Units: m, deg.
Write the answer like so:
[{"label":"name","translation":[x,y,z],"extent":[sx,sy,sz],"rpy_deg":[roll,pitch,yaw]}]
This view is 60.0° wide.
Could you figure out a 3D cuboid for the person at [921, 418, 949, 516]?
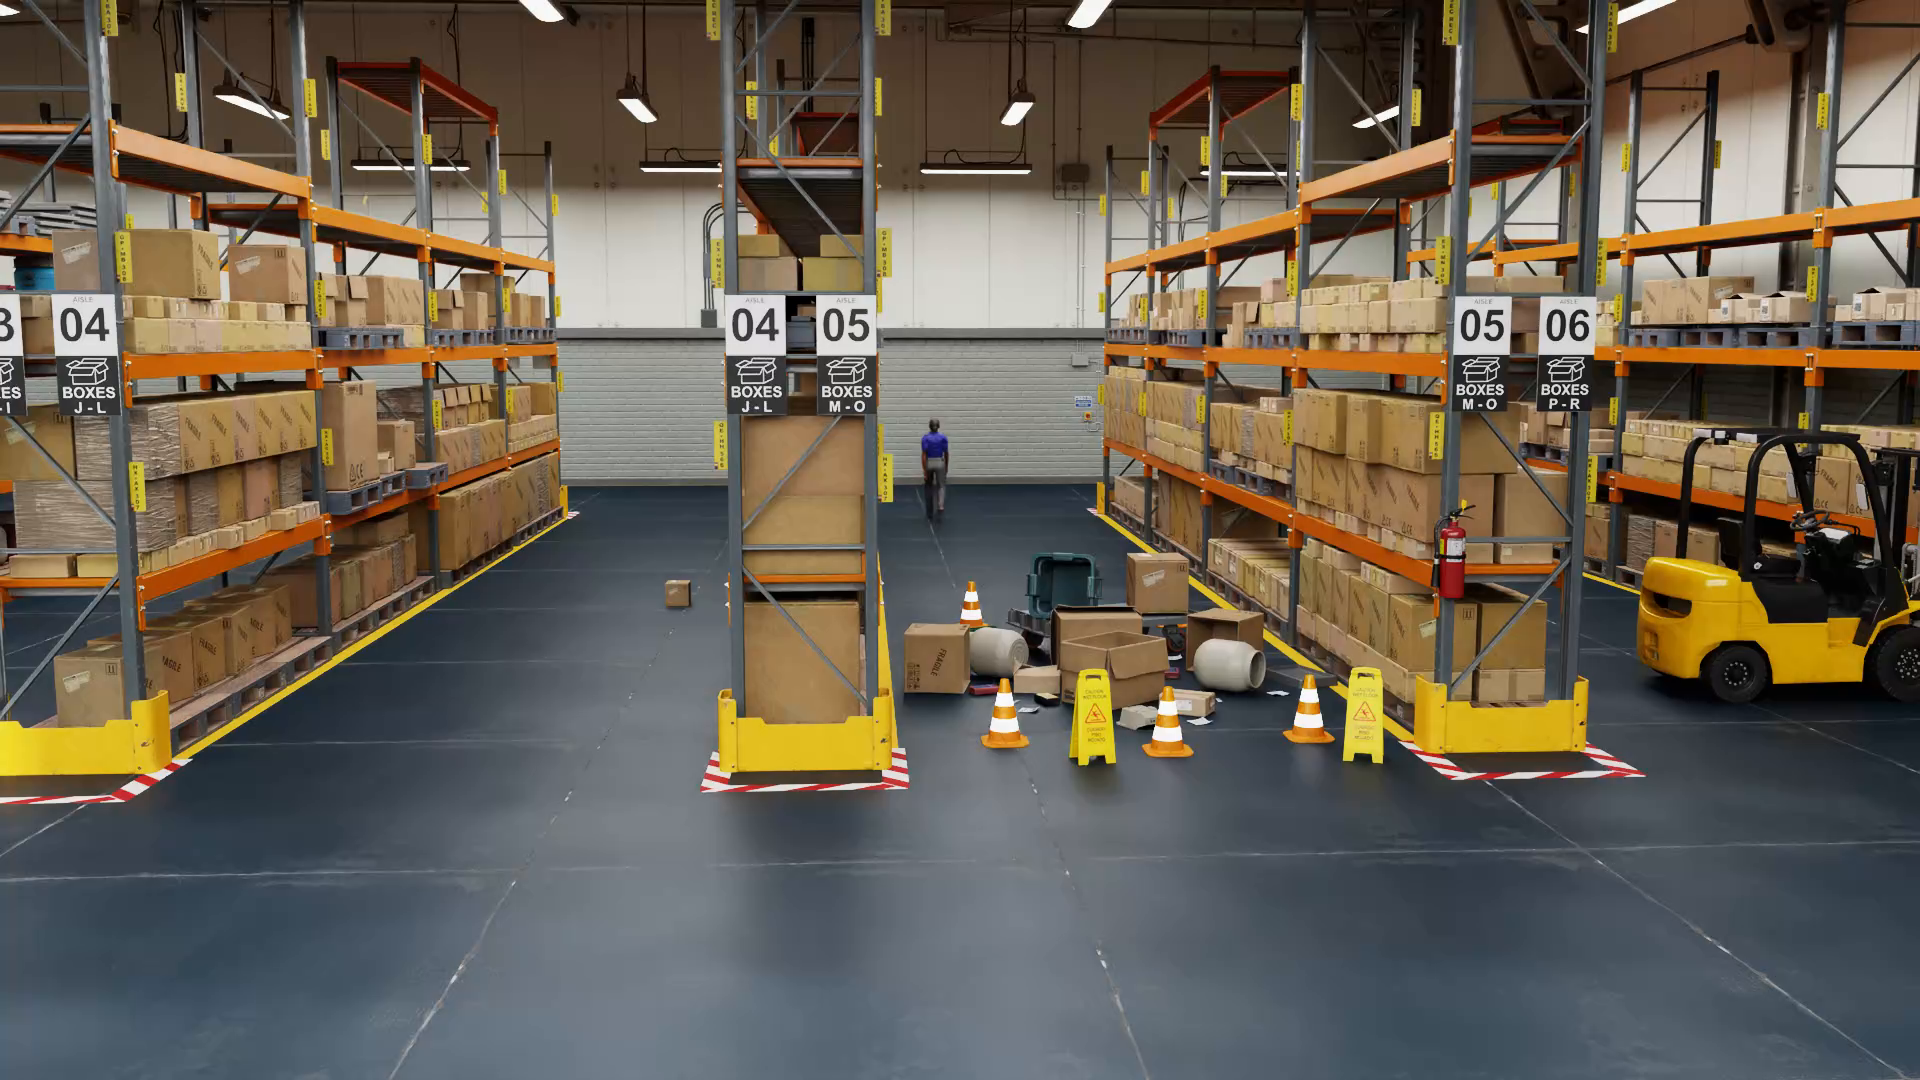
[{"label":"person","translation":[-0.401,-1.169,26.820],"extent":[0.444,1.603,0.966],"rpy_deg":[0,7,-2]}]
